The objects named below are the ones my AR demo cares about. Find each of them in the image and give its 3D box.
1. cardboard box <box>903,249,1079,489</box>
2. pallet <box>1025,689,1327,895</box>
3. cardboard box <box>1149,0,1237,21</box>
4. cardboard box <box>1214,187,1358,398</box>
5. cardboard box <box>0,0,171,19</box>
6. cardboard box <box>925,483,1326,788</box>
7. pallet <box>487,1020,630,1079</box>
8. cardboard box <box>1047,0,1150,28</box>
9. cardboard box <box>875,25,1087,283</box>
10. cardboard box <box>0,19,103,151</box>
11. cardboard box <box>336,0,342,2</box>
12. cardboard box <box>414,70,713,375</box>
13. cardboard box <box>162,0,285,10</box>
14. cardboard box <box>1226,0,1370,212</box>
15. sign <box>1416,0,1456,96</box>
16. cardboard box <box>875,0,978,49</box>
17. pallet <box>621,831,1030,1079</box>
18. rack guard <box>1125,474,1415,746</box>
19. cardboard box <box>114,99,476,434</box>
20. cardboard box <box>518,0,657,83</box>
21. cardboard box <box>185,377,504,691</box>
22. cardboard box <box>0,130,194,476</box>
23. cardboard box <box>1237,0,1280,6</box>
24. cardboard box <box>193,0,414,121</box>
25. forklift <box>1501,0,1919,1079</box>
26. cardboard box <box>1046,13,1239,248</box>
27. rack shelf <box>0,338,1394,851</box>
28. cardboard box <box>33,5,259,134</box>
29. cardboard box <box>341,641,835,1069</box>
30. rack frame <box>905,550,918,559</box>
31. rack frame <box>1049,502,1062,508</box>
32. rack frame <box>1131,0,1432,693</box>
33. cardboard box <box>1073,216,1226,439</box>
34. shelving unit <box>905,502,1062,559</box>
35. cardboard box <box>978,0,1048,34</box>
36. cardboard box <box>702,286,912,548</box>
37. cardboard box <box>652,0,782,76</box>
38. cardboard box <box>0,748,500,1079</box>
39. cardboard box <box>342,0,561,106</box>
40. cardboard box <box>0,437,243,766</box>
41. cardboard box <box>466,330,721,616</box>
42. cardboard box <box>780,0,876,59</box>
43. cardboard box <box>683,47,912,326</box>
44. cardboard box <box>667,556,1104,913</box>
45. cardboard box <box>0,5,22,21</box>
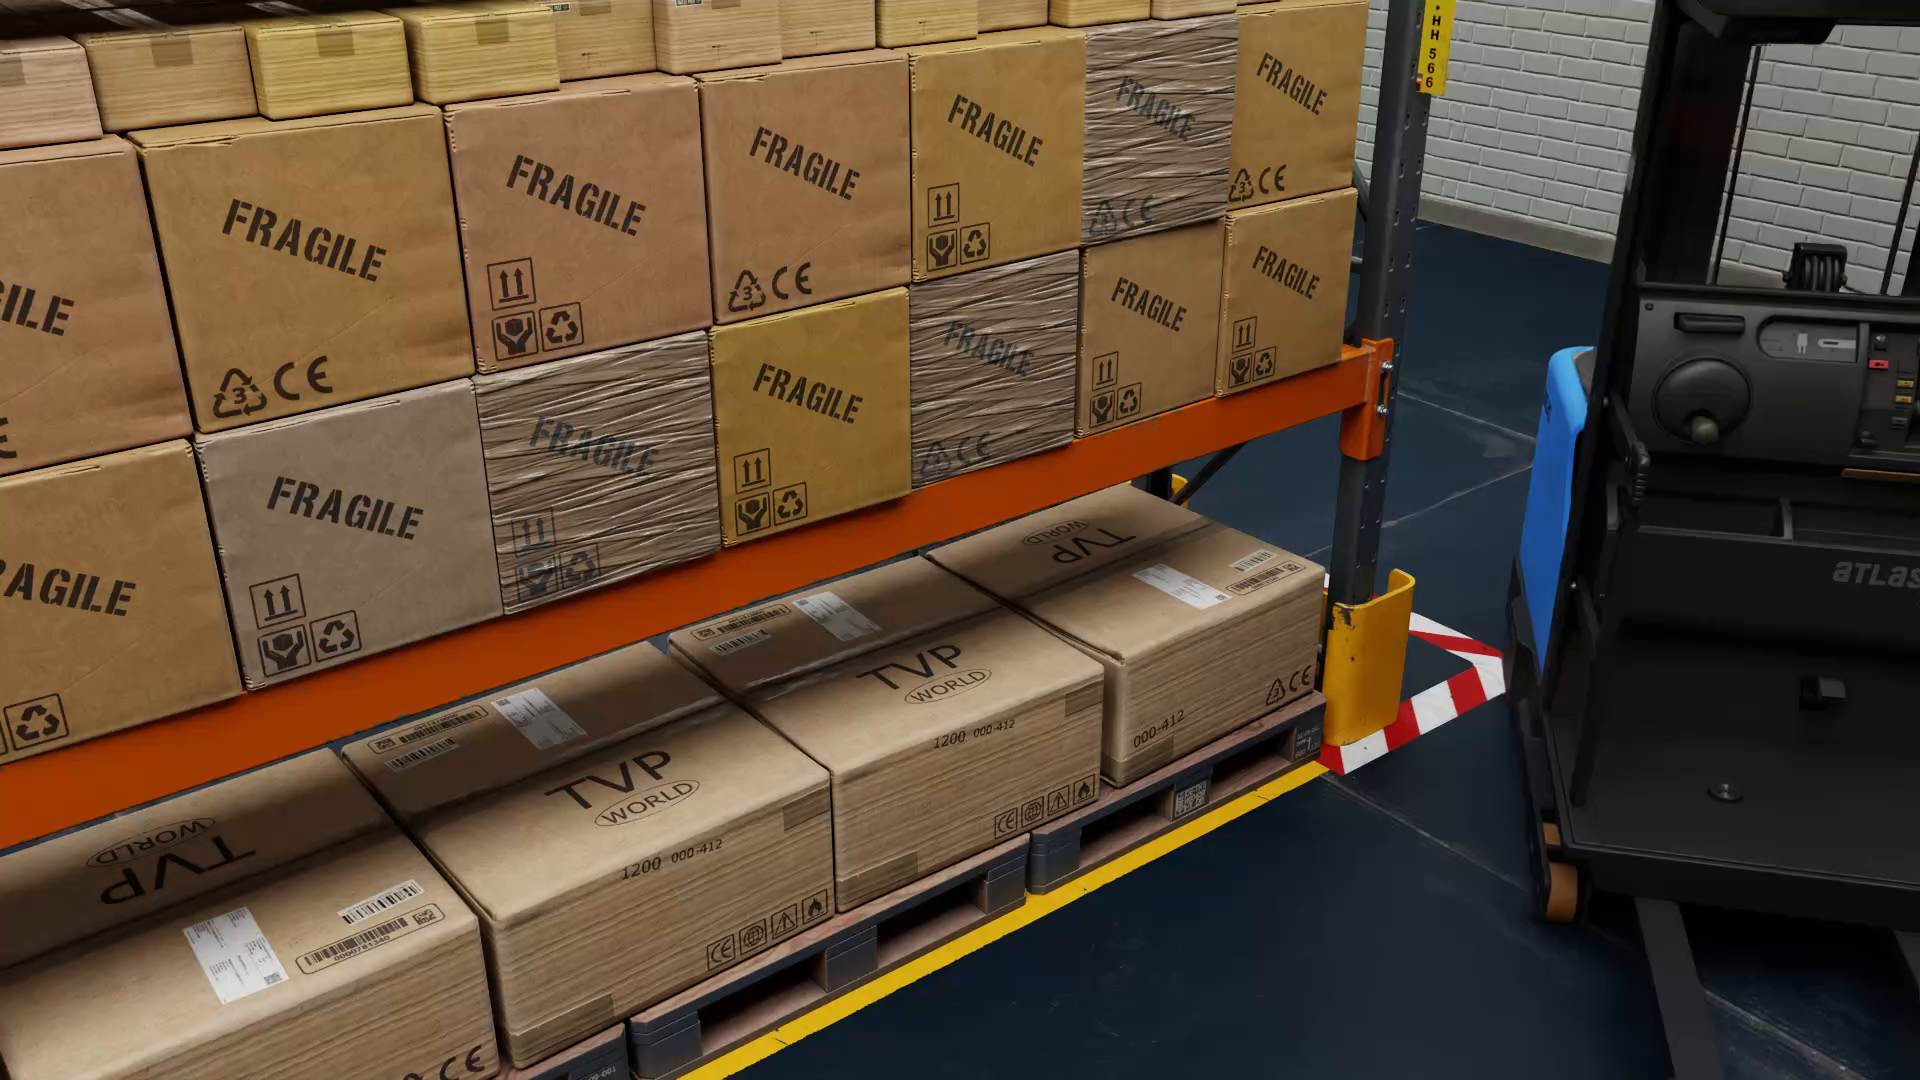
[{"bbox_3d":[-0.060,-0.491,4.125,0.500,0.500,0.500,-17,30,-33],"label":"cardboard box"},{"bbox_3d":[0.378,0.578,5.254,1.213,0.211,1.003,-18,31,-34],"label":"pallet"},{"bbox_3d":[0.464,-1.385,4.095,0.250,0.149,0.380,-19,31,-35],"label":"cardboard box"},{"bbox_3d":[0.743,-0.753,4.690,0.500,0.500,0.500,-18,30,-34],"label":"cardboard box"},{"bbox_3d":[-1.666,-0.954,3.165,0.250,0.149,0.380,-18,31,-34],"label":"cardboard box"},{"bbox_3d":[0.501,0.256,5.180,0.875,0.438,0.875,-19,31,-36],"label":"cardboard box"},{"bbox_3d":[-1.542,1.212,3.888,1.213,0.211,1.003,-18,31,-34],"label":"pallet"},{"bbox_3d":[0.240,-1.333,3.983,0.250,0.149,0.380,-17,30,-33],"label":"cardboard box"},{"bbox_3d":[-0.058,-0.942,3.911,0.500,0.500,0.500,-18,31,-34],"label":"cardboard box"},{"bbox_3d":[-1.588,-0.742,2.710,0.250,0.149,0.380,-18,30,-33],"label":"cardboard box"},{"bbox_3d":[-1.303,-1.103,3.486,0.250,0.149,0.380,-19,31,-34],"label":"cardboard box"},{"bbox_3d":[-0.853,-0.682,3.350,0.500,0.500,0.500,-18,30,-33],"label":"cardboard box"},{"bbox_3d":[-1.478,-1.026,3.320,0.250,0.149,0.380,-19,31,-34],"label":"cardboard box"},{"bbox_3d":[0.727,-1.215,4.499,0.500,0.500,0.500,-17,30,-32],"label":"cardboard box"},{"bbox_3d":[1.283,-1.370,4.482,0.005,0.325,0.100,-18,31,-34],"label":"sign"},{"bbox_3d":[-0.170,-1.204,3.705,0.250,0.149,0.380,-17,30,-33],"label":"cardboard box"},{"bbox_3d":[-0.581,0.893,4.575,1.213,0.211,1.003,-18,31,-34],"label":"pallet"},{"bbox_3d":[0.978,0.207,5.710,0.348,0.500,1.175,-18,31,-34],"label":"rack guard"},{"bbox_3d":[-1.263,-0.553,3.072,0.500,0.500,0.500,-19,31,-35],"label":"cardboard box"},{"bbox_3d":[-0.806,-1.019,3.305,0.250,0.149,0.380,-18,31,-34],"label":"cardboard box"},{"bbox_3d":[-1.259,-0.091,3.265,0.500,0.500,0.500,-18,30,-34],"label":"cardboard box"},{"bbox_3d":[-1.664,-0.424,2.793,0.500,0.500,0.500,-18,30,-34],"label":"cardboard box"},{"bbox_3d":[0.615,-1.480,4.299,0.250,0.149,0.380,-18,30,-33],"label":"cardboard box"},{"bbox_3d":[-1.180,-0.867,2.978,0.250,0.149,0.380,-19,31,-34],"label":"cardboard box"},{"bbox_3d":[2.172,-0.372,4.070,1.130,2.935,3.031,5,25,12],"label":"forklift"},{"bbox_3d":[0.333,-1.070,4.185,0.500,0.500,0.500,-18,30,-34],"label":"cardboard box"},{"bbox_3d":[-0.615,-0.075,4.202,4.000,0.370,1.077,-18,31,-34],"label":"rack shelf"},{"bbox_3d":[-1.413,-0.823,2.883,0.250,0.149,0.380,-19,31,-35],"label":"cardboard box"},{"bbox_3d":[-0.924,0.730,4.159,0.875,0.438,0.875,-19,31,-35],"label":"cardboard box"},{"bbox_3d":[-0.293,-0.583,6.226,0.023,1.500,0.400,-18,31,-34],"label":"rack frame"},{"bbox_3d":[0.283,-0.774,6.635,0.023,1.500,0.400,-18,31,-34],"label":"rack frame"},{"bbox_3d":[0.959,-0.920,5.170,0.127,3.000,1.000,-18,31,-34],"label":"rack frame"},{"bbox_3d":[0.339,-0.627,4.420,0.500,0.500,0.500,-19,31,-35],"label":"cardboard box"},{"bbox_3d":[-0.005,-0.679,6.431,0.755,1.500,0.431,-18,31,-34],"label":"shelving unit"},{"bbox_3d":[-0.009,-1.289,3.887,0.250,0.149,0.380,-19,31,-34],"label":"cardboard box"},{"bbox_3d":[-0.459,-0.352,3.827,0.500,0.500,0.500,-17,30,-33],"label":"cardboard box"},{"bbox_3d":[-0.570,-1.060,3.394,0.250,0.149,0.380,-18,30,-34],"label":"cardboard box"},{"bbox_3d":[-1.628,0.963,3.657,0.875,0.438,0.875,-19,31,-35],"label":"cardboard box"},{"bbox_3d":[-0.953,-0.927,3.106,0.250,0.149,0.380,-19,31,-35],"label":"cardboard box"},{"bbox_3d":[-1.658,0.038,2.986,0.500,0.500,0.500,-17,30,-32],"label":"cardboard box"},{"bbox_3d":[-0.864,-0.218,3.539,0.500,0.500,0.500,-18,30,-34],"label":"cardboard box"},{"bbox_3d":[-0.388,-1.142,3.571,0.250,0.149,0.380,-17,30,-32],"label":"cardboard box"},{"bbox_3d":[-0.455,-0.812,3.631,0.500,0.500,0.500,-19,31,-34],"label":"cardboard box"},{"bbox_3d":[-0.214,0.496,4.662,0.875,0.438,0.875,-17,30,-33],"label":"cardboard box"},{"bbox_3d":[-1.868,-0.893,3.033,0.250,0.149,0.380,-17,30,-33],"label":"cardboard box"}]
